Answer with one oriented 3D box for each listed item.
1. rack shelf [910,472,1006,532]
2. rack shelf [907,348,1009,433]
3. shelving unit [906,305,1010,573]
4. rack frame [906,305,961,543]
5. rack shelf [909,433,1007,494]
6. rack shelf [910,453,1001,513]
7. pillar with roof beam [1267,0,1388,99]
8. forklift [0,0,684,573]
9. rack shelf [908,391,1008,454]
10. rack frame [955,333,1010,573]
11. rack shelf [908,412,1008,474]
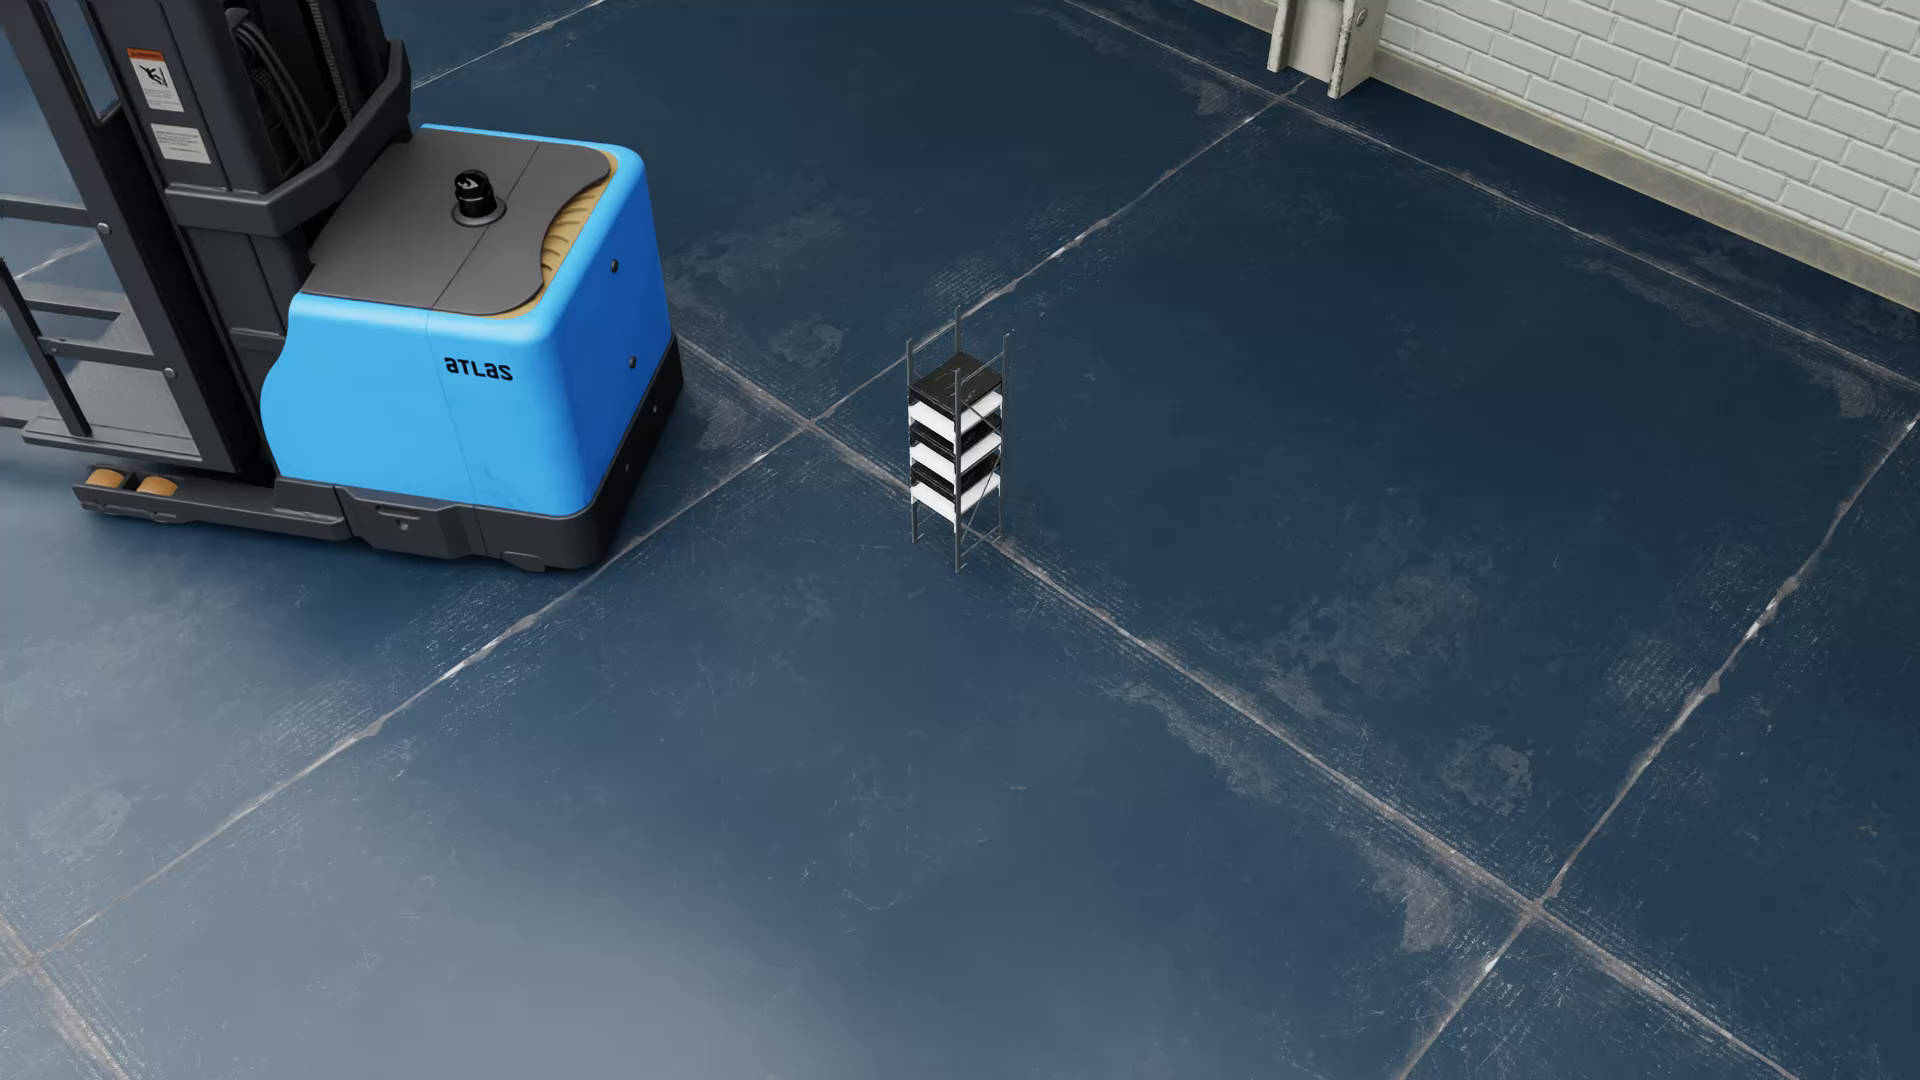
[{"bbox_3d":[-0.006,-0.166,5.581,0.200,0.077,0.258,34,55,28],"label":"rack shelf"},{"bbox_3d":[-0.006,-0.474,5.253,0.200,0.077,0.258,34,55,28],"label":"rack shelf"},{"bbox_3d":[-0.006,-0.312,5.426,0.210,0.900,0.258,34,55,28],"label":"shelving unit"},{"bbox_3d":[-0.081,-0.362,5.473,0.006,0.900,0.240,34,55,28],"label":"rack frame"},{"bbox_3d":[-0.006,-0.289,5.450,0.200,0.077,0.258,34,55,28],"label":"rack shelf"},{"bbox_3d":[-0.006,-0.228,5.516,0.200,0.077,0.258,34,55,28],"label":"rack shelf"},{"bbox_3d":[-1.226,-2.982,2.377,0.400,9.000,9.100,34,55,28],"label":"pillar with roof beam"},{"bbox_3d":[-2.598,-1.433,5.085,3.031,2.935,1.130,8,47,8],"label":"forklift"},{"bbox_3d":[-0.006,-0.412,5.319,0.200,0.077,0.258,34,55,28],"label":"rack shelf"},{"bbox_3d":[0.069,-0.262,5.379,0.006,0.900,0.240,34,55,28],"label":"rack frame"},{"bbox_3d":[-0.006,-0.351,5.384,0.200,0.077,0.258,34,55,28],"label":"rack shelf"}]
